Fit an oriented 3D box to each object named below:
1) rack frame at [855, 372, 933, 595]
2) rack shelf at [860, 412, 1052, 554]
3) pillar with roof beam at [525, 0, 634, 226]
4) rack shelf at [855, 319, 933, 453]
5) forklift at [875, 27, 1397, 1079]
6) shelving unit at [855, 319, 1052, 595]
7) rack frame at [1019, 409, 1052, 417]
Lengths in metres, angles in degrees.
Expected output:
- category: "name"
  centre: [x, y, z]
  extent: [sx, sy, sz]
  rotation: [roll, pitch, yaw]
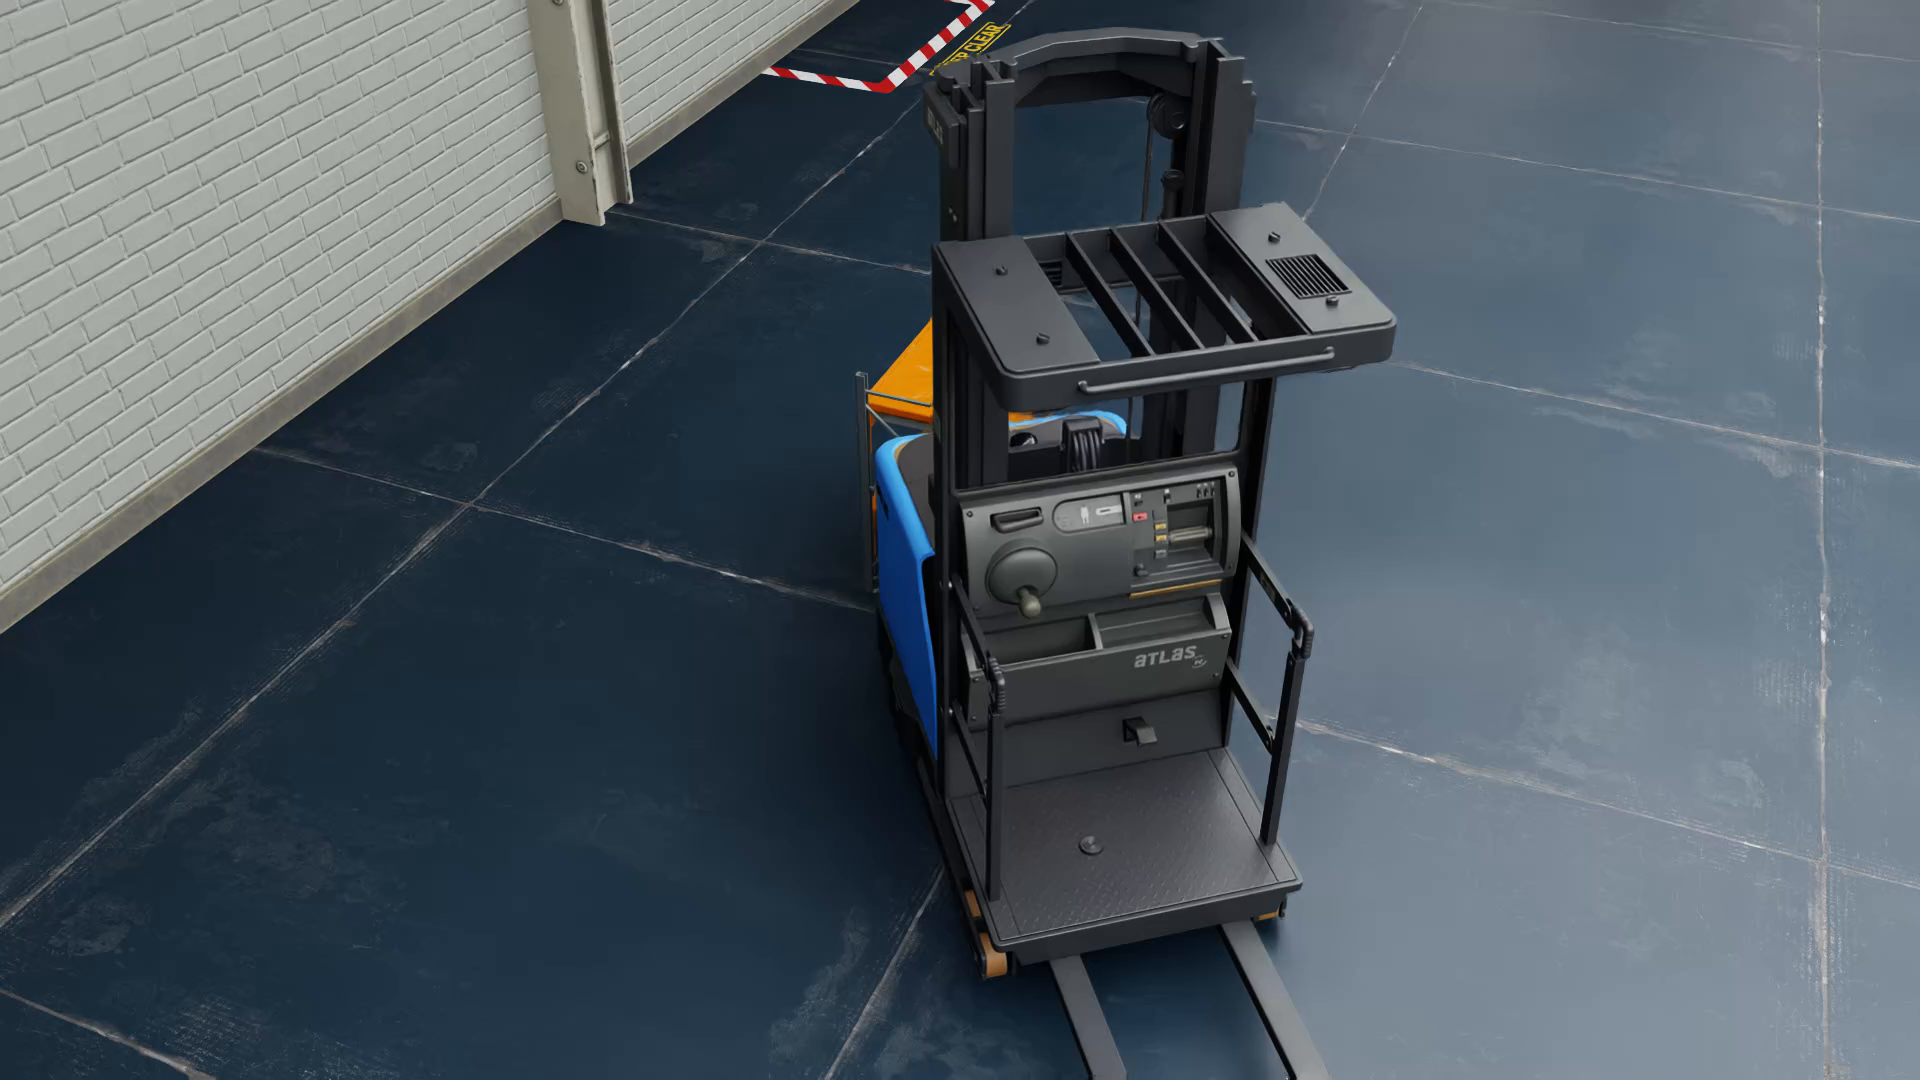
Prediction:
- category: "rack frame"
  centre: [-0.191, -0.173, 7.042]
  extent: [0.500, 1.125, 0.032]
  rotation: [14, 39, 18]
- category: "rack shelf"
  centre: [0.003, -0.258, 7.565]
  extent: [0.538, 0.278, 1.000]
  rotation: [14, 39, 18]
- category: "pillar with roof beam"
  centre: [1.674, -4.724, 6.554]
  extent: [9.100, 9.000, 0.400]
  rotation: [14, 39, 18]
- category: "rack shelf"
  centre: [0.003, -0.689, 7.243]
  extent: [0.538, 0.278, 1.000]
  rotation: [14, 39, 18]
- category: "forklift"
  centre: [0.519, 0.073, 5.204]
  extent: [1.130, 2.935, 3.031]
  rotation: [-9, 38, -12]
- category: "shelving unit"
  centre: [0.003, -0.454, 7.418]
  extent: [0.538, 1.125, 1.048]
  rotation: [14, 39, 18]
- category: "rack frame"
  centre: [0.196, -0.736, 7.795]
  extent: [0.500, 1.125, 0.032]
  rotation: [14, 39, 18]
